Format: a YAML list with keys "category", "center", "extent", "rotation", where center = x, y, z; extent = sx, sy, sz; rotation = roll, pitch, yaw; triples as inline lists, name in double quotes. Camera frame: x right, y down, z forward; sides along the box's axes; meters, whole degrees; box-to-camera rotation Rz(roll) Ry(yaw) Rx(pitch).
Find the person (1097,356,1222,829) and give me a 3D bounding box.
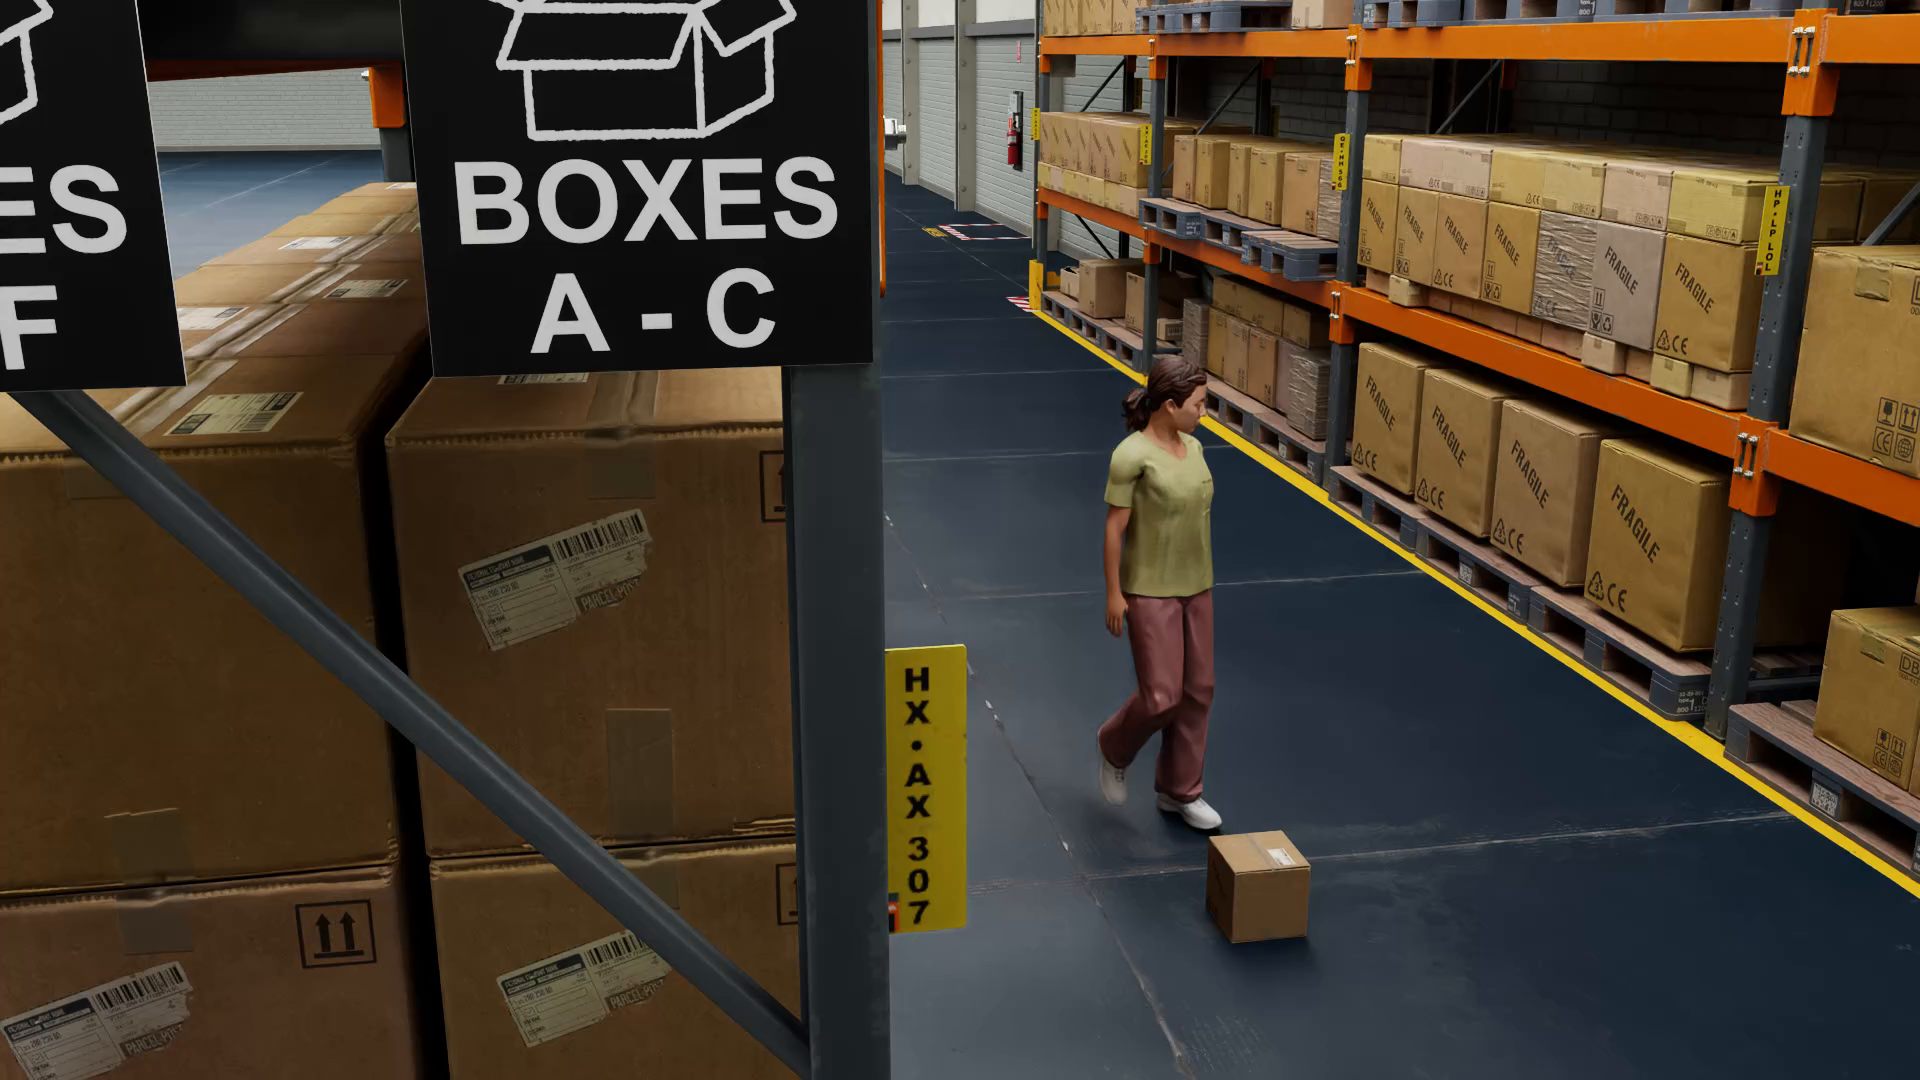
- category: "person"
  center: [0.726, 0.201, 5.839]
  extent: [0.467, 1.652, 0.509]
  rotation: [-13, 21, -37]
